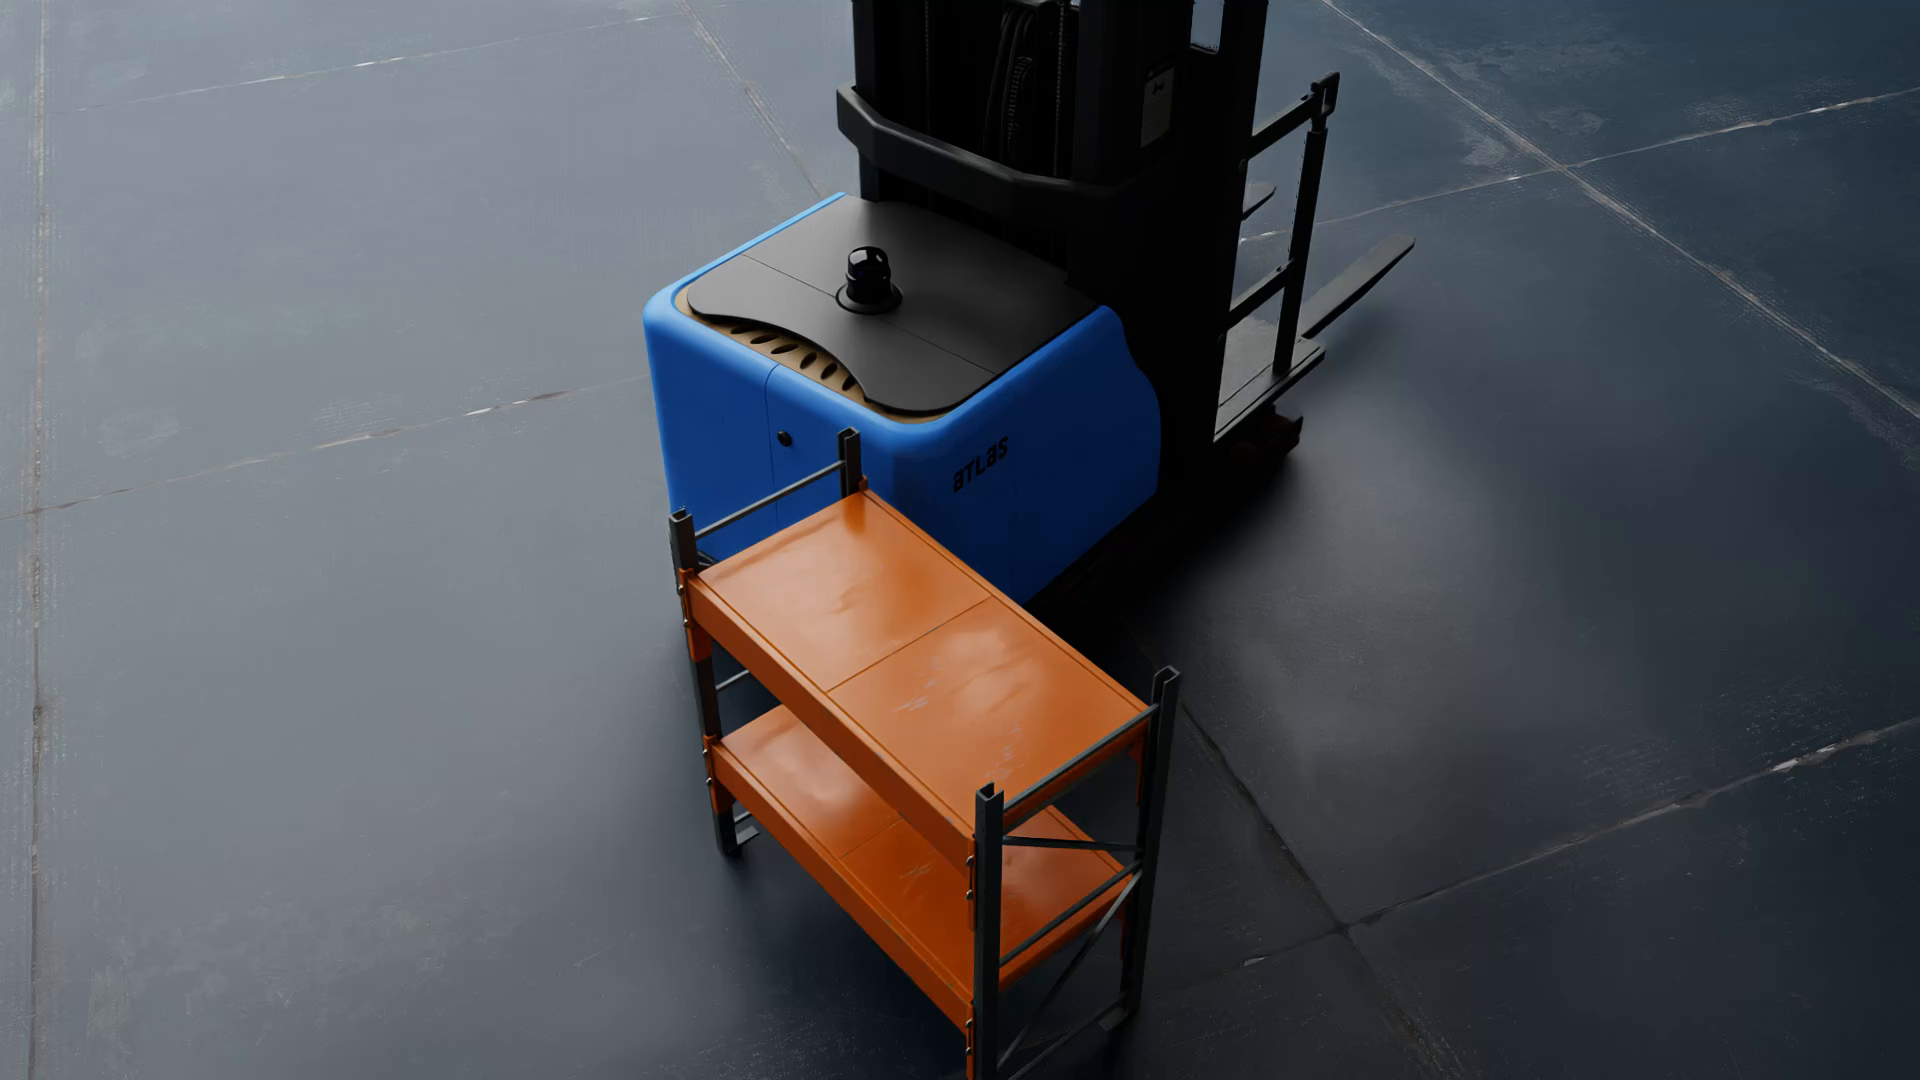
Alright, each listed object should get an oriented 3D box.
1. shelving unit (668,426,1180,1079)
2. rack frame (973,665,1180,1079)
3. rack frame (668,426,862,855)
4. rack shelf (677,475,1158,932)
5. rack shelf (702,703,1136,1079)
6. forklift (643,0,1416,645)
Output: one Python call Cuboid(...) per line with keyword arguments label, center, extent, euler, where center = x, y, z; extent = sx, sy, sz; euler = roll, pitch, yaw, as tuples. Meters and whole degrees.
Cuboid(label="shelving unit", center=(-0.101, 0.530, 3.771), extent=(0.538, 1.125, 1.048), euler=(-29, 48, -29))
Cuboid(label="rack frame", center=(0.227, 0.782, 3.477), extent=(0.500, 1.125, 0.032), euler=(-29, 48, -29))
Cuboid(label="rack frame", center=(-0.430, 0.277, 4.065), extent=(0.500, 1.125, 0.032), euler=(-29, 48, -29))
Cuboid(label="rack shelf", center=(-0.101, 0.308, 3.580), extent=(0.538, 0.278, 1.000), euler=(-29, 48, -29))
Cuboid(label="rack shelf", center=(-0.101, 0.715, 3.930), extent=(0.538, 0.278, 1.000), euler=(-29, 48, -29))
Cuboid(label="forklift", center=(0.482, -1.457, 4.696), extent=(1.130, 2.935, 3.031), euler=(29, 48, 29))
